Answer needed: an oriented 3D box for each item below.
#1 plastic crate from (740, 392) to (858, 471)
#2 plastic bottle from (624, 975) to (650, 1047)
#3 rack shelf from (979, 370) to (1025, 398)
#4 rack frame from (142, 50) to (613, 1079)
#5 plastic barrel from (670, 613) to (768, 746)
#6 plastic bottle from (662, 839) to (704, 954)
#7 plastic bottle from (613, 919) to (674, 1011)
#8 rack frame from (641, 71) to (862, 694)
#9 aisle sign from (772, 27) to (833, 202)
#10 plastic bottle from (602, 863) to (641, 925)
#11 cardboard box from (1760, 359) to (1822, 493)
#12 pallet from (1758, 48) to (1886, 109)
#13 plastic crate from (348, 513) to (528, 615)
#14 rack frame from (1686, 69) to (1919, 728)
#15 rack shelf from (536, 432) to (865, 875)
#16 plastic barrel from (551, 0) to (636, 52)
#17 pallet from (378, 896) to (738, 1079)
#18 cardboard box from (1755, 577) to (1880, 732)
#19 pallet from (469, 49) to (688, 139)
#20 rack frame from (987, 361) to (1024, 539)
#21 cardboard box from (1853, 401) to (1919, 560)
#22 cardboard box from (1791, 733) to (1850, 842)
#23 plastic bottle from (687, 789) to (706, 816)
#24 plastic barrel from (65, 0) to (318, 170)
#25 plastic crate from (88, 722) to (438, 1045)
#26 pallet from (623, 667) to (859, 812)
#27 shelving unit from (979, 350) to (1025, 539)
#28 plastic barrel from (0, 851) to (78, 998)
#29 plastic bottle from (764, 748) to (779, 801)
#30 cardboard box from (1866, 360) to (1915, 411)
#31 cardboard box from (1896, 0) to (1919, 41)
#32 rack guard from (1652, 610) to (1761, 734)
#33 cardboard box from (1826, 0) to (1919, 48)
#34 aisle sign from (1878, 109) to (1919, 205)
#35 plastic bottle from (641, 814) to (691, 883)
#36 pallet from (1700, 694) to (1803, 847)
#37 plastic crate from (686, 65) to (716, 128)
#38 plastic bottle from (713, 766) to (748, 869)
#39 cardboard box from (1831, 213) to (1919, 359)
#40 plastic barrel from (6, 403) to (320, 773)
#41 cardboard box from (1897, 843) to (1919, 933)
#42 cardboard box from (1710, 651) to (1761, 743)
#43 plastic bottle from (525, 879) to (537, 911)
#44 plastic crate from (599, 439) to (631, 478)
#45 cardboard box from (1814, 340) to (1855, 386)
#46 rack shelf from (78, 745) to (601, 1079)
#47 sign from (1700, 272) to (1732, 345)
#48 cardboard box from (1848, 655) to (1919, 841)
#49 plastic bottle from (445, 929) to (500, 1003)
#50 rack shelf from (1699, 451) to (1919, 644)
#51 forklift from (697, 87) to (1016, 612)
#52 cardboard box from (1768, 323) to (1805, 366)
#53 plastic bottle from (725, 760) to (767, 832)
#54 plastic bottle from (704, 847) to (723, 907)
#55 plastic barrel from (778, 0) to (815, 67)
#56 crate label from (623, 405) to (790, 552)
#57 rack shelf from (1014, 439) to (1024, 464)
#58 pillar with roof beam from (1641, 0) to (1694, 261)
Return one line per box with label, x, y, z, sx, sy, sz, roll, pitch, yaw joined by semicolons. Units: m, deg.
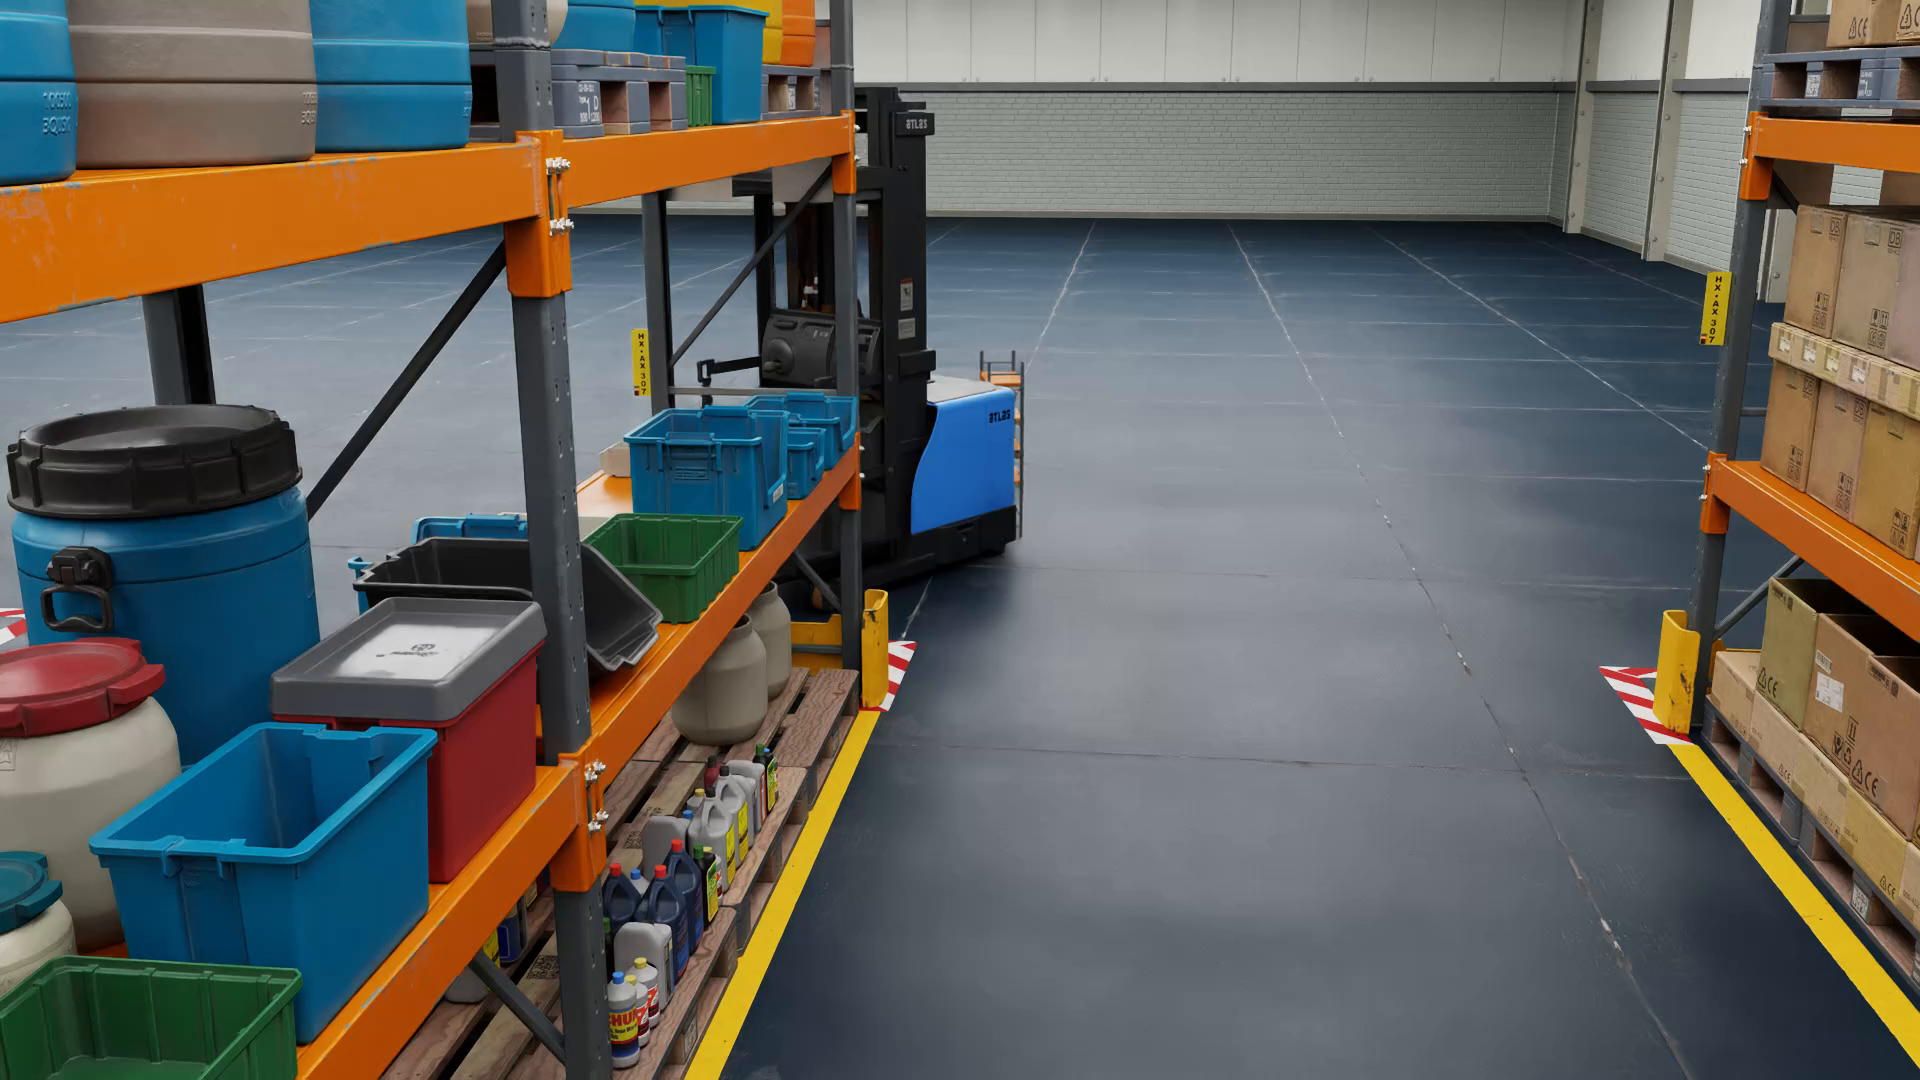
plastic crate;-0.750;-0.498;7.543;0.499;0.251;0.616;2;15;6
plastic bottle;-0.960;1.371;4.863;0.097;0.201;0.097;0;15;0
rack shelf;0.279;-1.030;11.166;0.258;0.148;0.480;-1;15;-5
rack frame;-1.443;0.329;4.199;1.000;3.000;0.127;2;15;6
plastic barrel;-1.046;0.593;7.186;0.421;0.512;0.421;0;15;0
plastic bottle;-0.918;1.149;5.398;0.144;0.351;0.185;1;15;4
plastic bottle;-0.962;1.277;5.069;0.152;0.276;0.135;2;15;8
rack frame;-0.991;-0.709;8.036;1.000;3.000;0.127;2;15;6
aisle sign;-0.688;-1.973;7.733;0.394;0.787;0.004;2;15;6
plastic bottle;-1.082;1.194;5.232;0.144;0.351;0.185;2;15;6
cardboard box;3.865;-0.489;7.034;0.700;0.500;0.500;2;15;6
pallet;3.825;-1.784;6.438;1.003;0.211;1.213;2;15;6
plastic crate;-1.588;0.106;5.310;0.499;0.251;0.616;2;15;6
rack frame;3.930;-0.562;7.493;1.000;3.000;0.127;2;15;6
rack shelf;-1.217;0.157;6.212;1.077;0.370;4.000;2;15;6
plastic barrel;-1.224;-1.819;4.631;0.600;0.901;0.708;2;15;6
pallet;-1.325;1.502;5.203;1.003;0.211;1.213;2;15;6
cardboard box;3.594;0.463;6.729;0.500;0.500;0.500;2;15;6
pallet;-1.458;-1.218;4.535;1.213;0.211;1.003;2;15;6
rack frame;0.300;-0.587;11.034;0.240;1.200;0.015;-1;15;-5
cardboard box;3.748;-0.224;6.054;0.700;0.500;0.500;2;15;7
cardboard box;3.539;0.955;6.347;0.500;0.250;0.500;2;15;6
plastic bottle;-0.960;1.021;6.158;0.097;0.201;0.097;0;15;0
plastic barrel;-1.358;-1.053;2.604;0.600;0.901;0.600;0;15;0
plastic crate;-1.258;0.632;3.110;0.392;0.384;0.575;2;15;6
pallet;-1.050;0.869;7.543;1.003;0.211;1.213;2;15;6
shelving unit;0.279;-0.650;11.269;0.258;1.200;0.503;-1;15;-5
plastic barrel;-1.744;0.734;2.965;0.301;0.262;0.301;0;15;0
plastic bottle;-0.763;0.919;6.535;0.097;0.201;0.097;0;15;0
cardboard box;3.557;-0.560;6.052;0.380;0.149;0.250;1;15;4
cardboard box;3.471;-1.906;5.452;0.500;0.500;0.500;2;15;6
rack guard;3.933;0.639;7.842;1.175;0.500;0.348;2;15;6
cardboard box;3.861;-2.181;6.464;0.797;0.503;0.637;3;15;10
aisle sign;4.229;-1.825;7.185;0.394;0.787;0.004;2;15;6
plastic bottle;-1.020;1.077;5.807;0.152;0.276;0.135;2;15;6
pallet;3.885;0.984;7.119;1.003;0.211;1.213;2;15;6
plastic crate;-0.994;-1.418;5.319;0.336;0.188;0.450;2;15;6
plastic bottle;-0.849;0.991;5.984;0.144;0.351;0.185;2;15;9
cardboard box;3.805;-0.965;6.308;0.700;0.500;0.500;1;15;5
plastic barrel;-1.787;0.178;3.796;0.600;0.901;0.708;2;15;6
cardboard box;3.422;1.214;5.389;0.500;0.250;0.500;2;15;6
cardboard box;3.648;0.695;7.307;0.500;0.250;0.500;2;15;6
plastic bottle;-1.493;1.115;5.653;0.061;0.283;0.133;2;15;6
plastic crate;-1.412;-0.359;7.247;0.298;0.136;0.250;2;15;6
cardboard box;3.615;-0.694;6.550;0.380;0.149;0.250;2;15;6
rack shelf;-1.668;1.195;2.375;1.077;0.370;4.000;2;15;6
sign;3.379;-1.036;7.436;0.100;0.325;0.005;2;15;6
cardboard box;3.477;0.722;5.771;0.500;0.500;0.500;2;15;6
plastic bottle;-1.513;1.224;5.121;0.144;0.351;0.185;2;15;6
rack shelf;3.704;0.304;5.669;1.077;0.370;4.000;2;15;6
forklift;-0.970;-1.146;9.786;1.130;2.935;3.031;13;20;39
cardboard box;3.672;-0.828;7.042;0.380;0.149;0.250;2;15;6
plastic bottle;-0.819;0.948;6.286;0.152;0.276;0.135;2;15;7
plastic bottle;-0.863;1.148;5.686;0.097;0.201;0.097;0;15;0
plastic barrel;-0.920;-2.437;7.054;0.600;0.830;0.708;2;15;6
crate label;-0.930;-0.240;6.237;0.502;0.435;0.616;2;15;6
rack shelf;0.279;-0.585;11.286;0.258;0.148;0.480;-1;15;-5
pillar with roof beam;8.064;-9.457;28.897;9.100;9.000;0.400;2;15;6
